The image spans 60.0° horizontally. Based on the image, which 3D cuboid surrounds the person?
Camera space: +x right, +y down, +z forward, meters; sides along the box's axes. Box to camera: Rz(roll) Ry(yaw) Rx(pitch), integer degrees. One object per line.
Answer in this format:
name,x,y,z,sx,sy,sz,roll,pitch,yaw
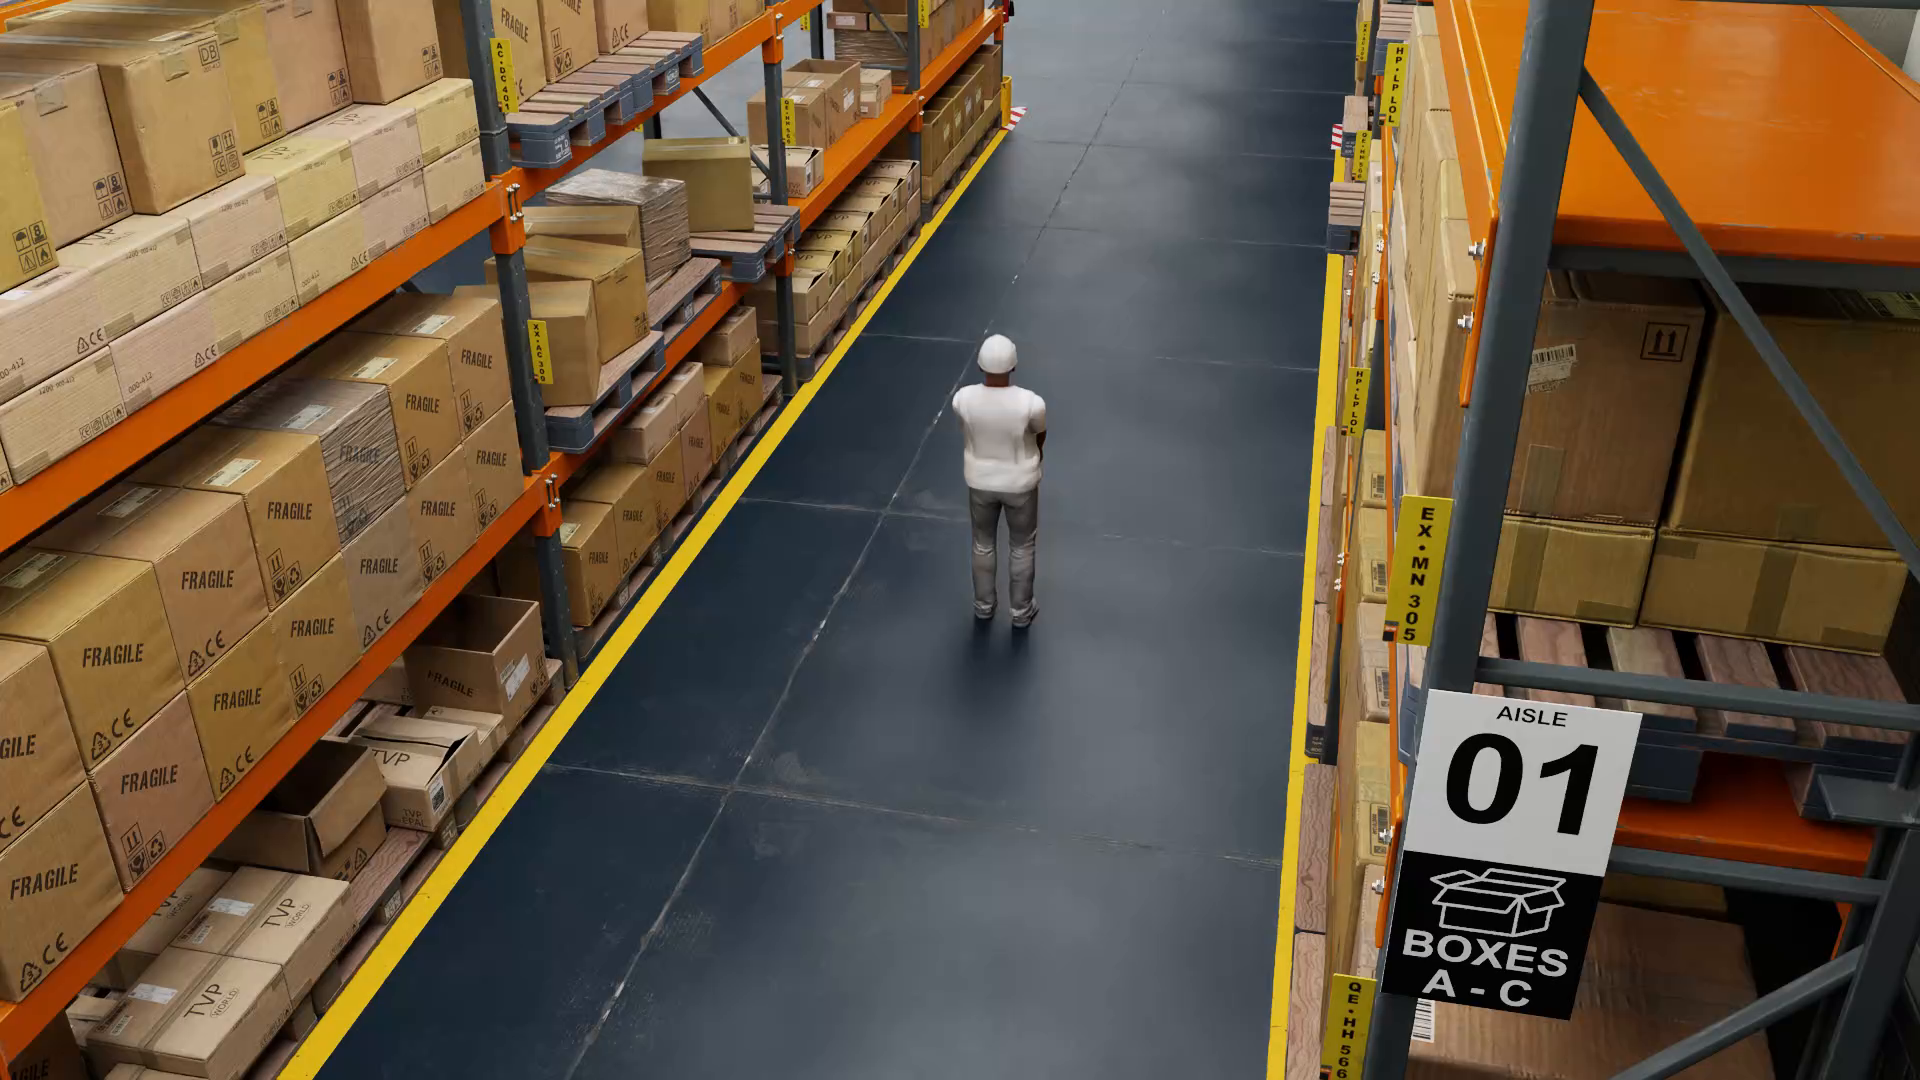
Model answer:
person,0.241,-0.369,9.277,0.502,1.761,0.577,6,29,11
